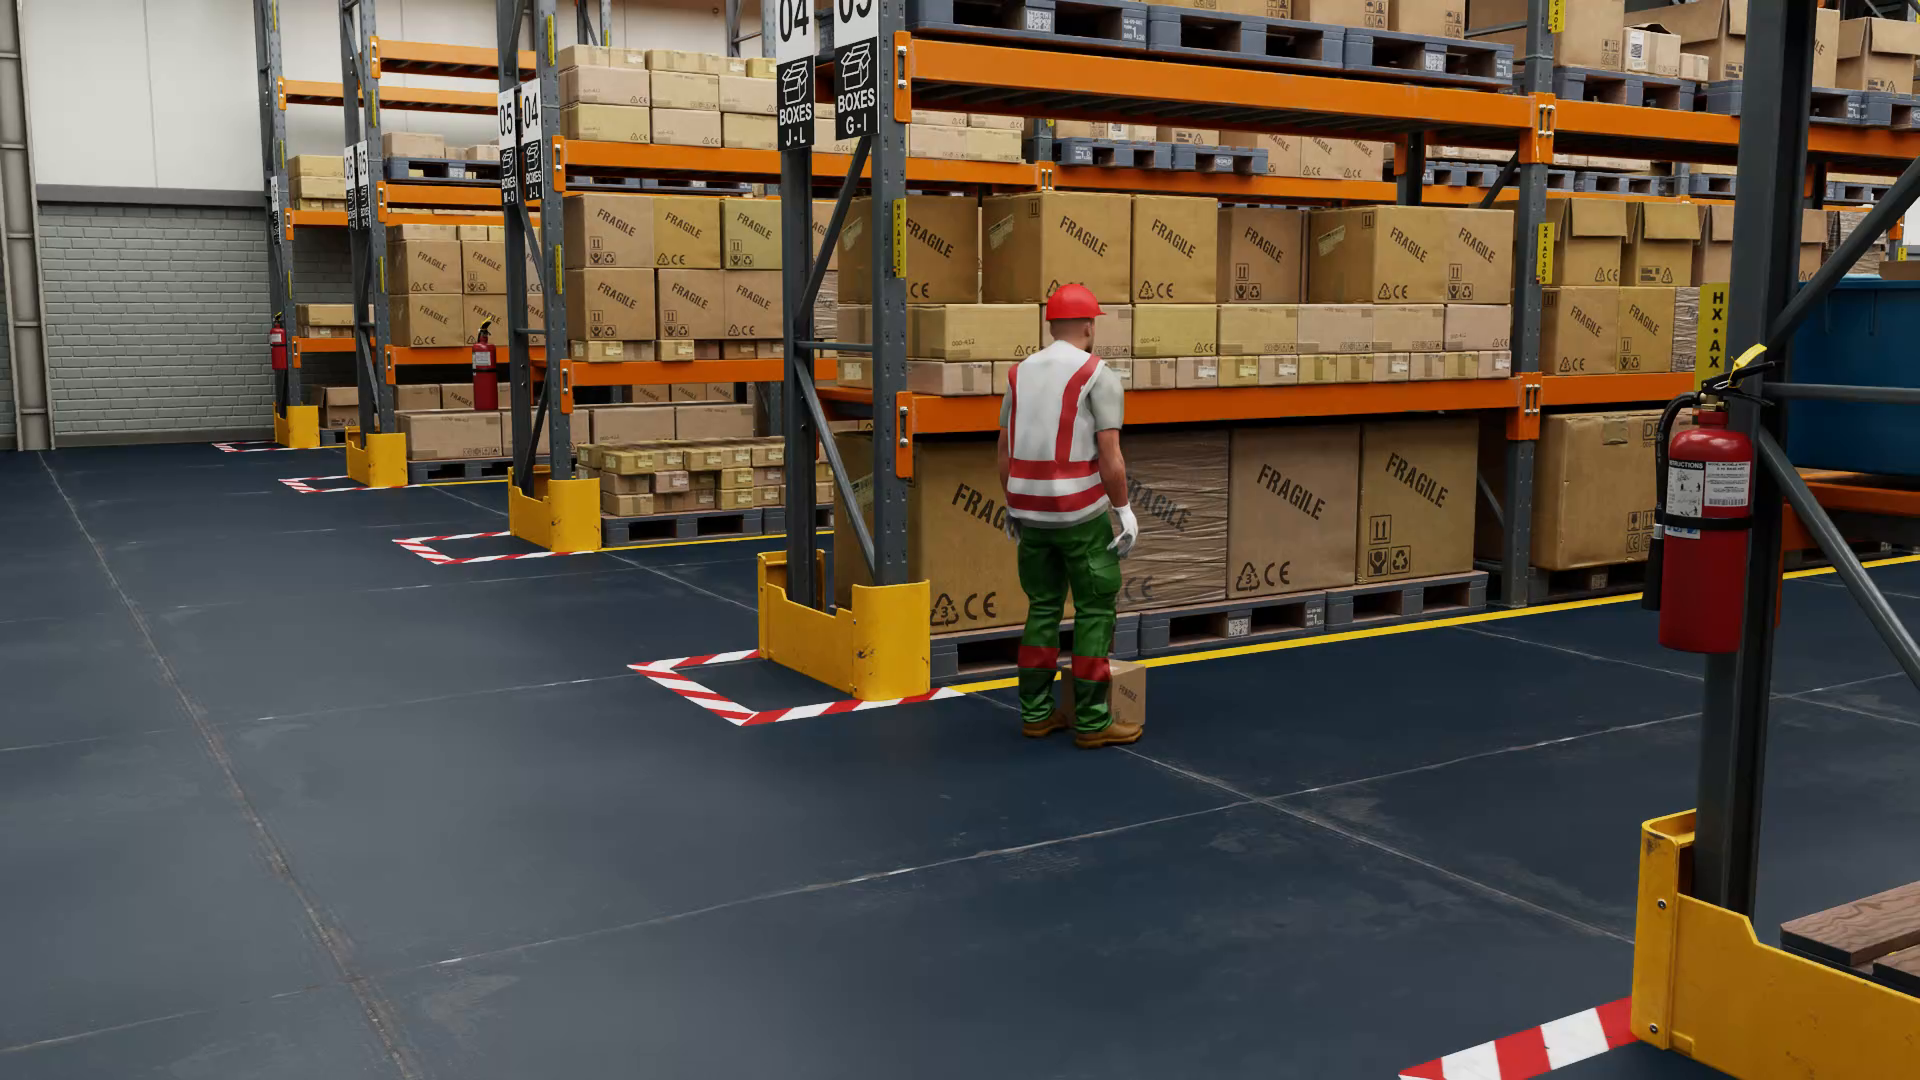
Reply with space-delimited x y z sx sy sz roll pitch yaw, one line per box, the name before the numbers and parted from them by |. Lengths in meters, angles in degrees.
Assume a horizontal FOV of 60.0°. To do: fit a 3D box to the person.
person | 0.420 -0.101 6.484 0.613 1.778 0.452 7 11 40
